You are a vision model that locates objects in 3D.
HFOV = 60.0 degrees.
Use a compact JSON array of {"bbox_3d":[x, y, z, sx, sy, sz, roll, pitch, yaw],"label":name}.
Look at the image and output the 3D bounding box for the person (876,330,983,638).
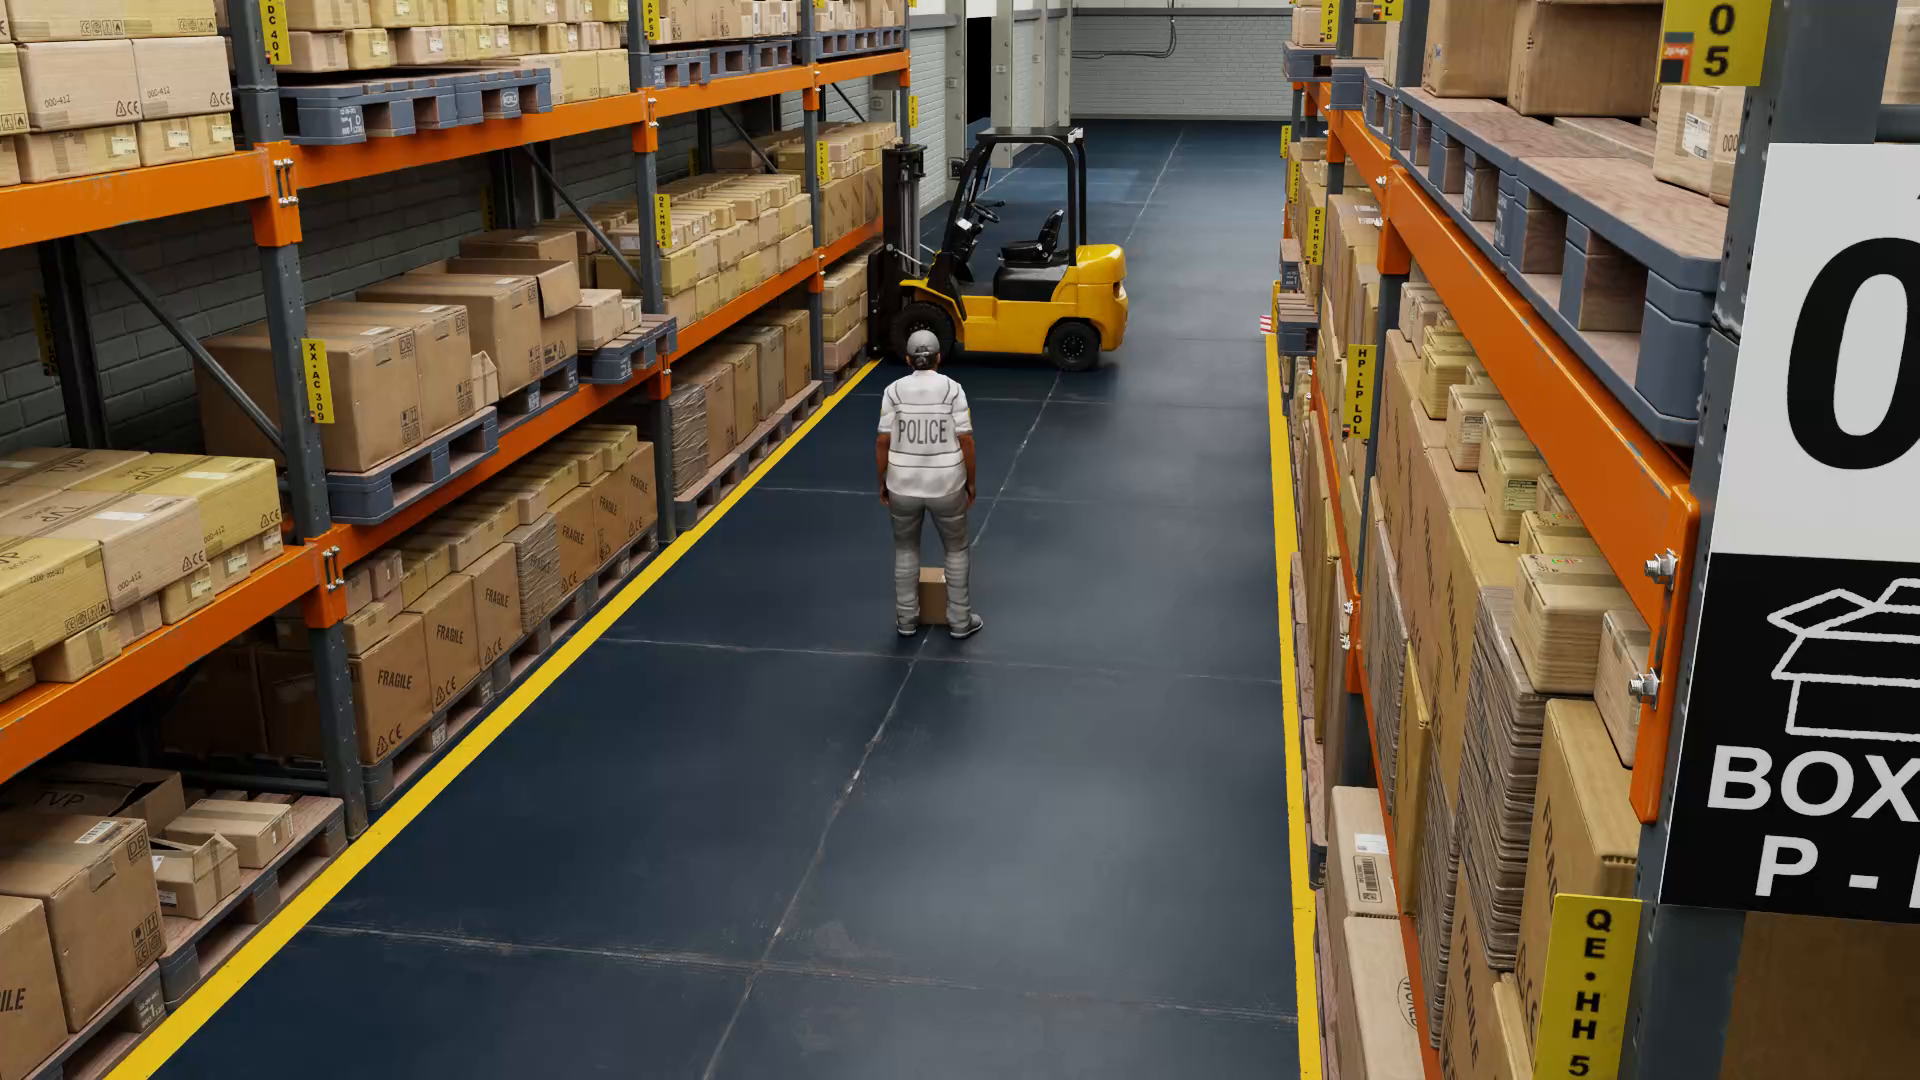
[{"bbox_3d":[-0.161,-0.292,8.942,0.563,1.666,0.470,2,18,5],"label":"person"}]
